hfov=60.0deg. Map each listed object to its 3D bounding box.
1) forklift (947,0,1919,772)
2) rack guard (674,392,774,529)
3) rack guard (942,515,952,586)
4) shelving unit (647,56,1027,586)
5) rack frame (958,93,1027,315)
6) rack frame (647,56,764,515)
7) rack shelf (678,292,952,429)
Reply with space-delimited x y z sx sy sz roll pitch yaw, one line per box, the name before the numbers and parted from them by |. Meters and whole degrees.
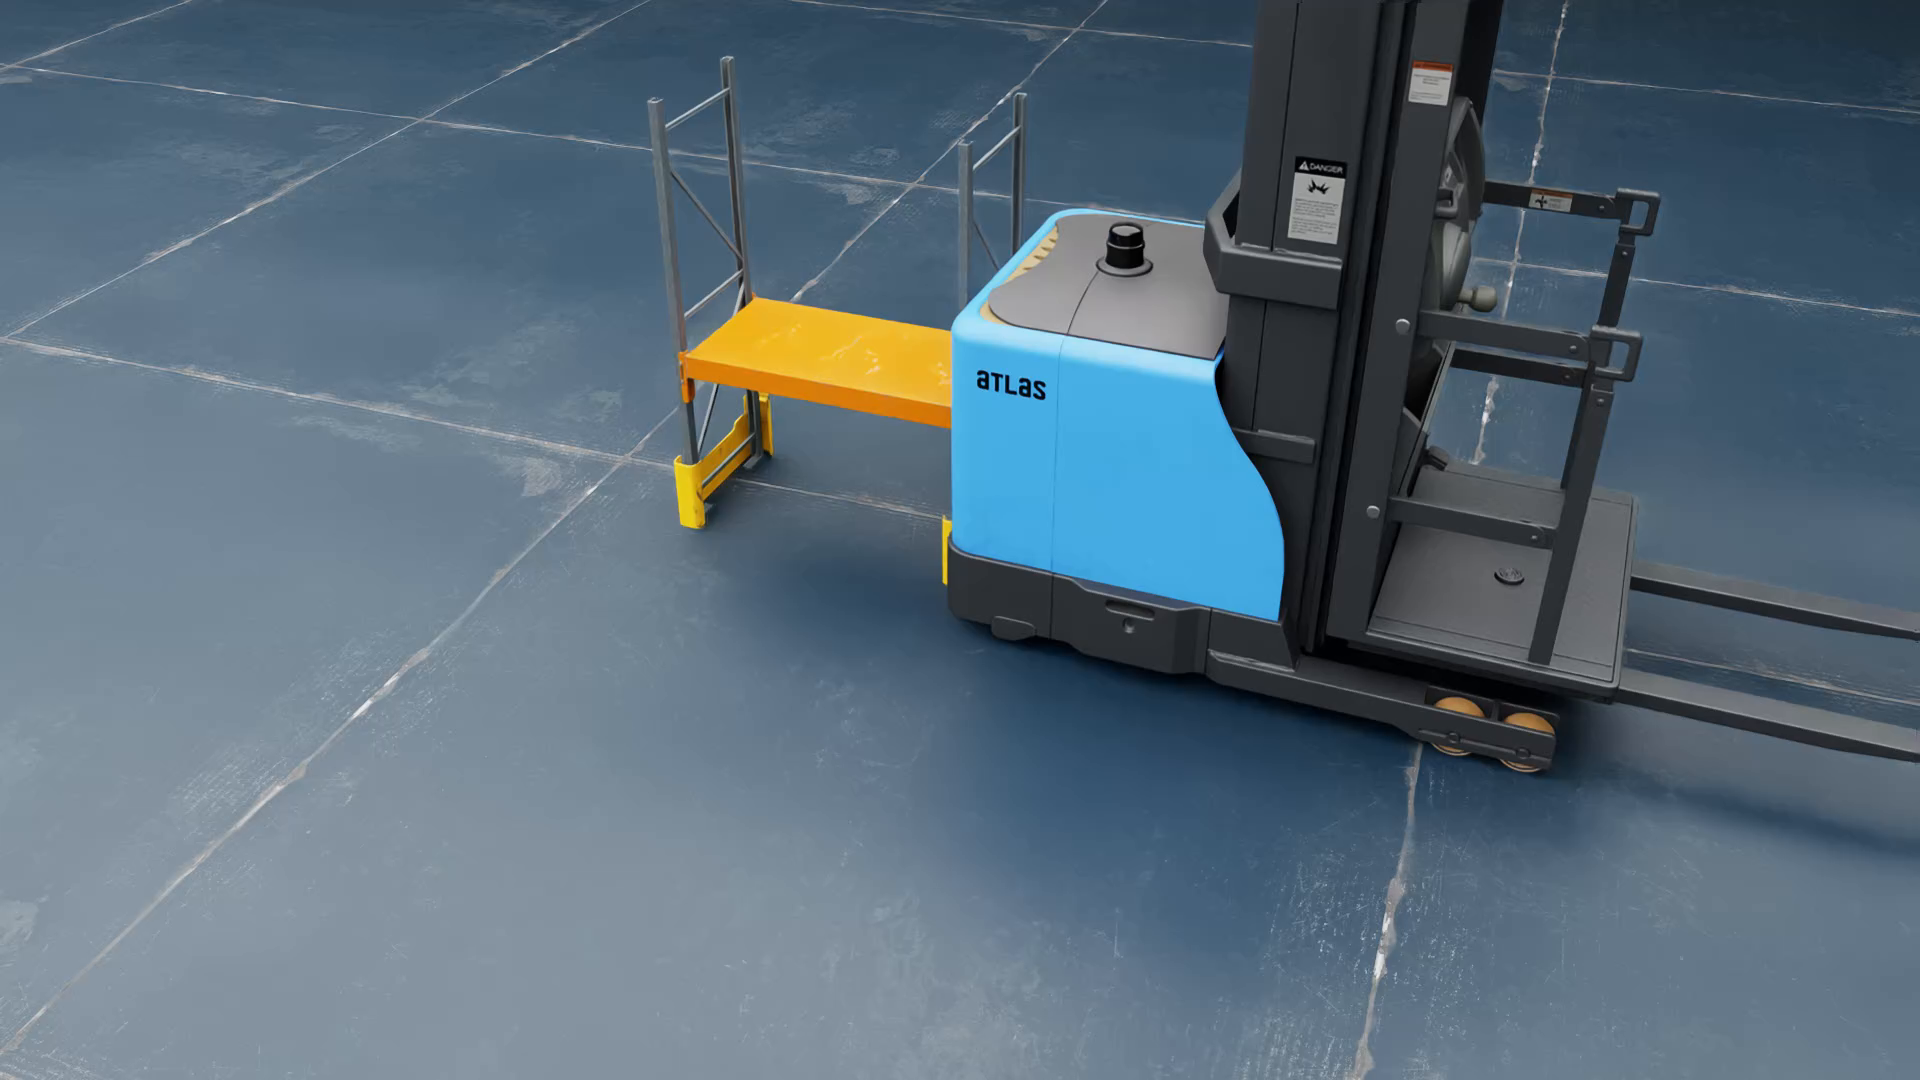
forklift | 1.529 -0.900 4.441 3.031 2.935 1.130 12 35 18
rack guard | -0.841 -0.298 5.981 0.087 0.250 0.587 12 35 18
rack guard | 0.083 -0.098 5.671 0.087 0.250 0.587 12 35 18
shelving unit | -0.379 -0.723 5.487 1.083 1.500 0.587 12 35 18
rack frame | 0.101 -0.619 5.326 0.032 1.500 0.500 12 35 18
rack frame | -0.843 -0.823 5.643 0.032 1.500 0.500 12 35 18
rack shelf | -0.371 -0.570 5.582 1.000 0.185 0.538 12 35 18
